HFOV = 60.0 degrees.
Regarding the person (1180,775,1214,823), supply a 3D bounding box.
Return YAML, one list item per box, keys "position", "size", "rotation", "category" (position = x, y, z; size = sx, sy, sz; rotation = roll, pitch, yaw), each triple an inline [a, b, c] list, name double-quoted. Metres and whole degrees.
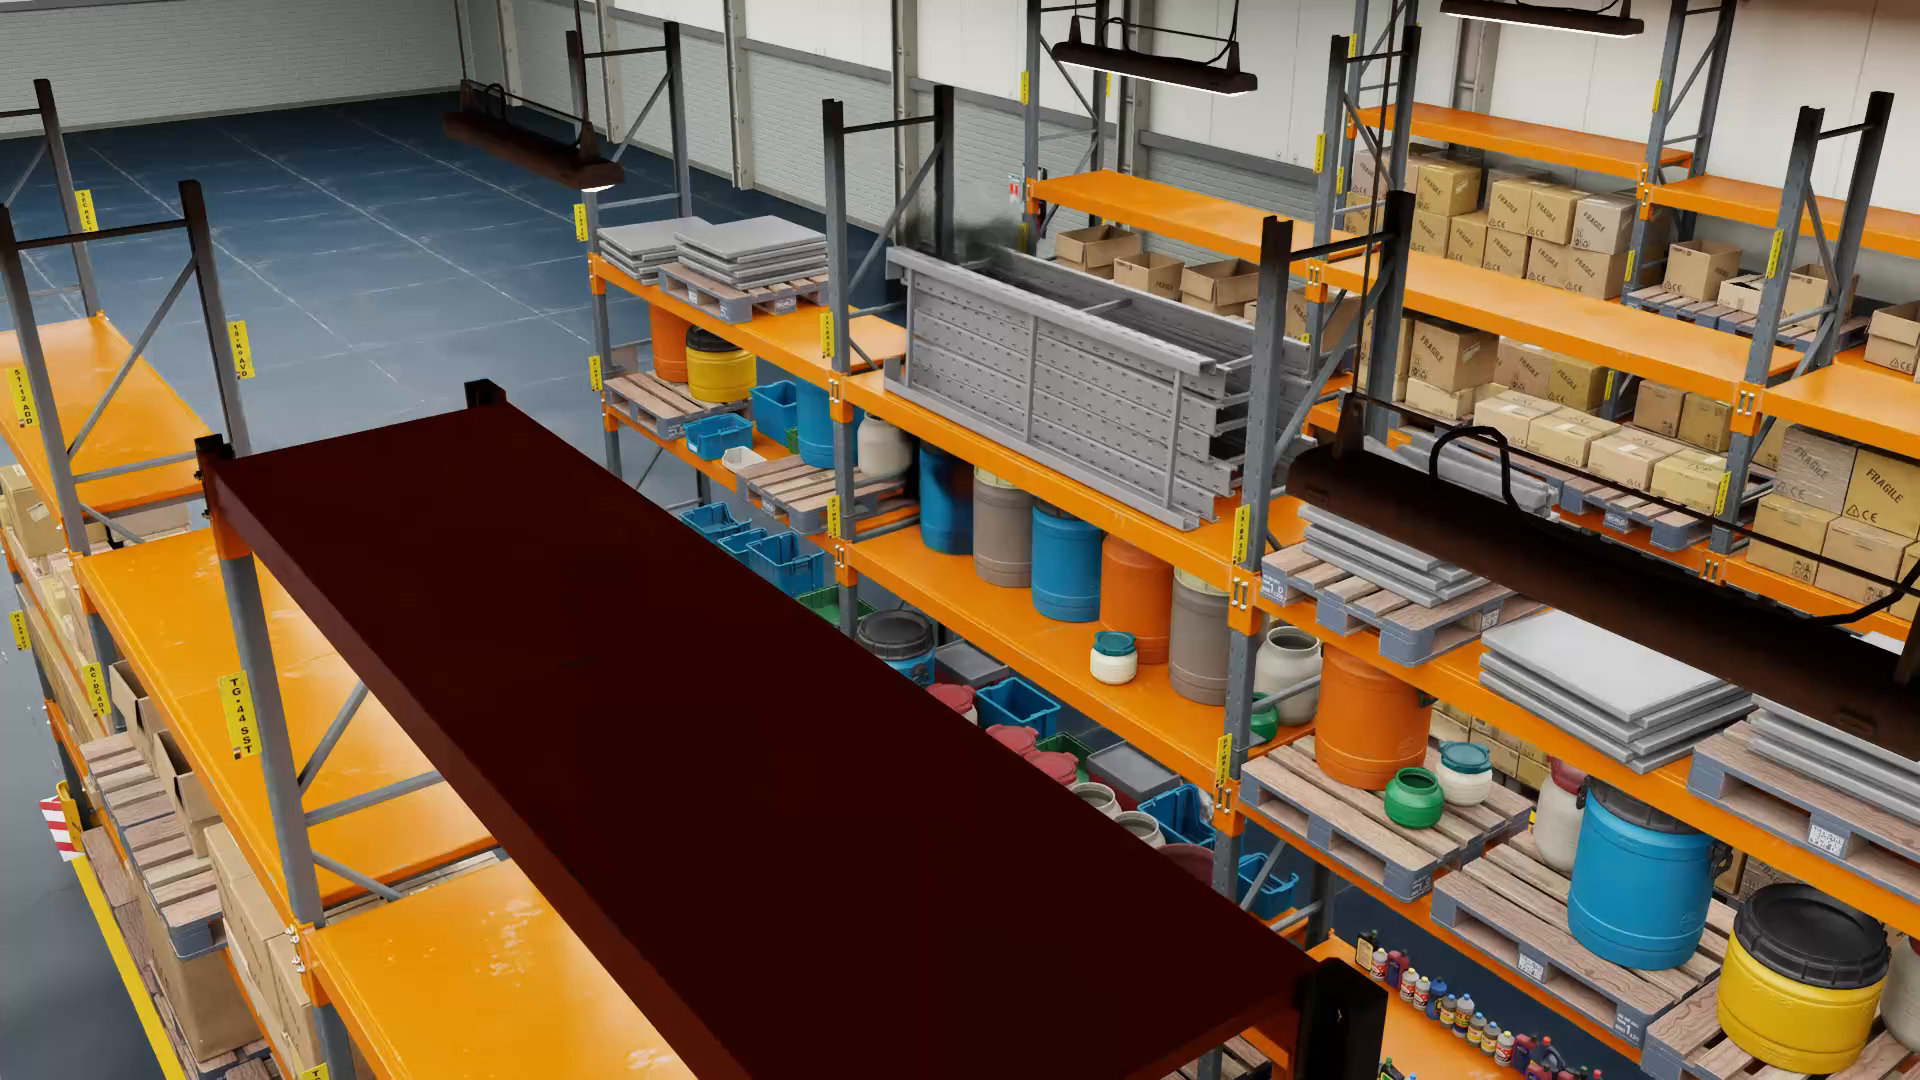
- position: [1.775, 1.553, 12.989]
  size: [0.561, 1.630, 0.541]
  rotation: [-20, 31, -36]
  category: "person"
